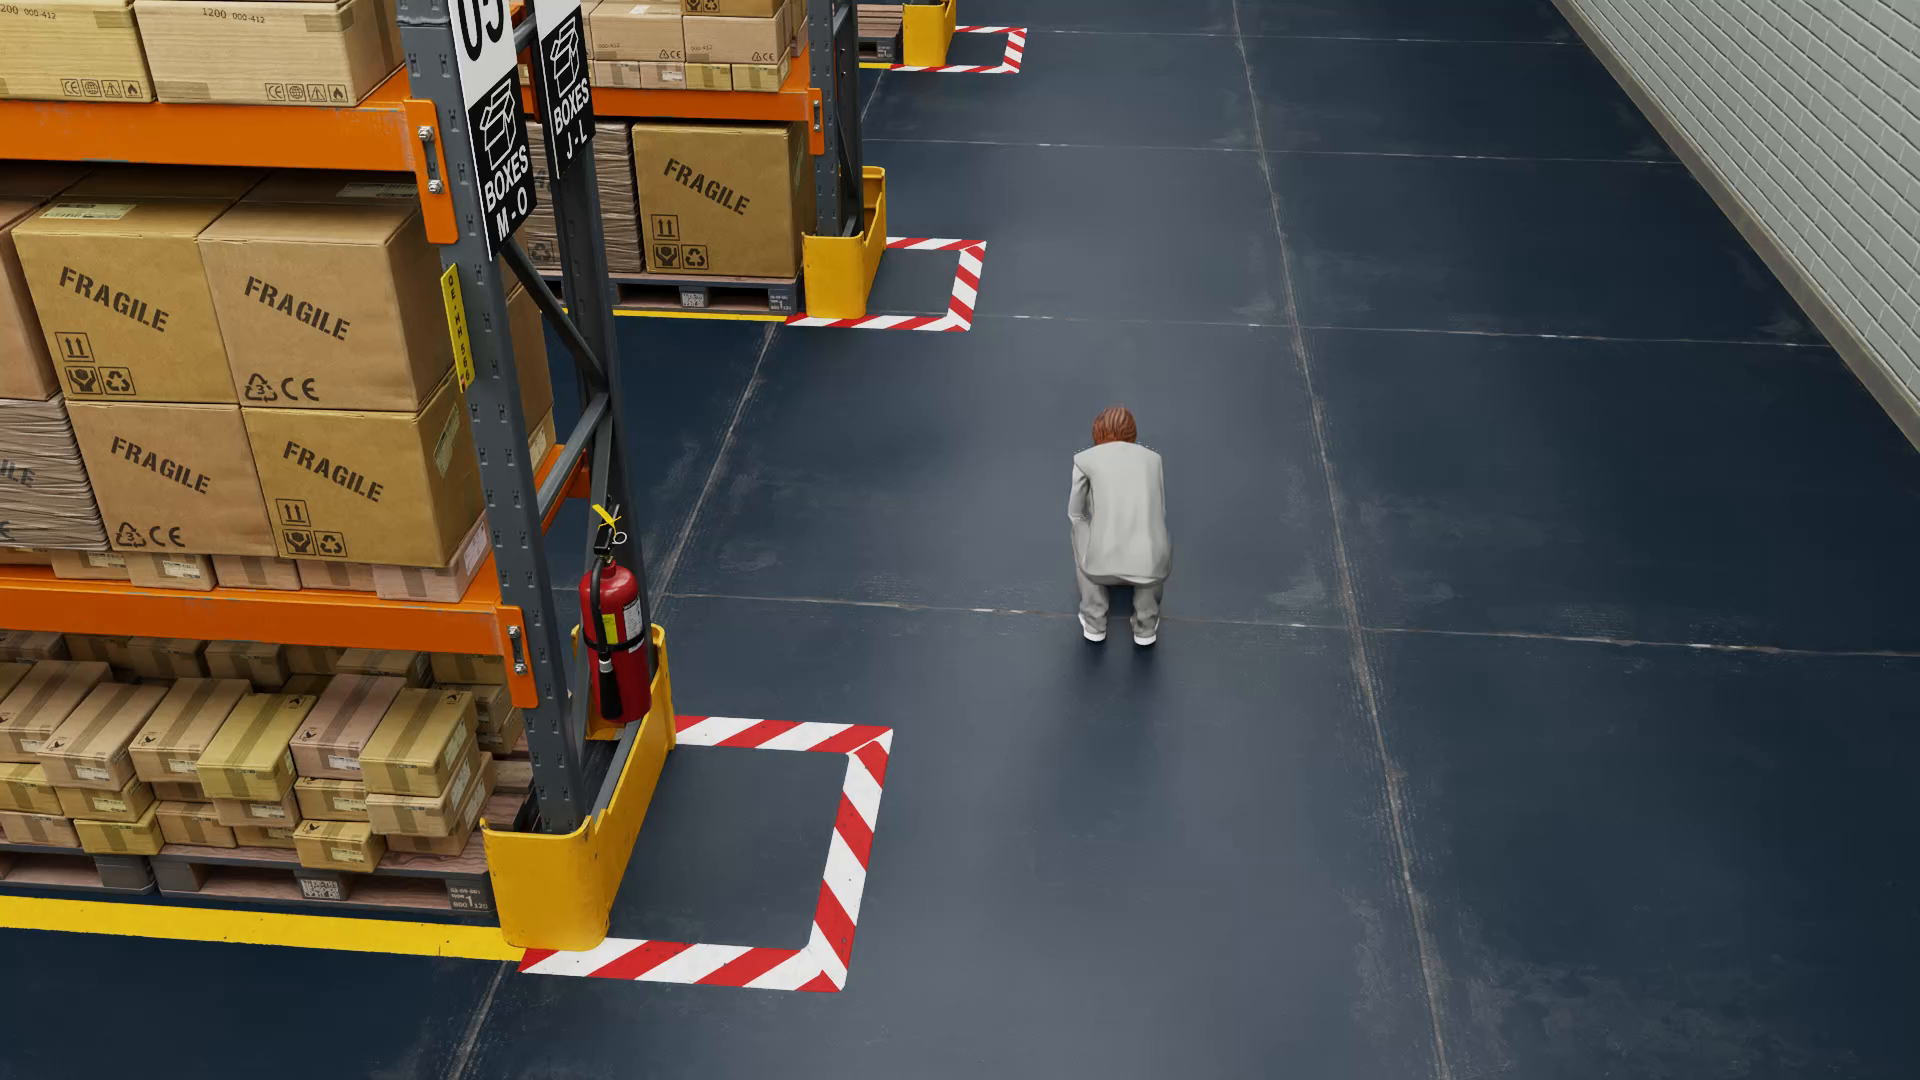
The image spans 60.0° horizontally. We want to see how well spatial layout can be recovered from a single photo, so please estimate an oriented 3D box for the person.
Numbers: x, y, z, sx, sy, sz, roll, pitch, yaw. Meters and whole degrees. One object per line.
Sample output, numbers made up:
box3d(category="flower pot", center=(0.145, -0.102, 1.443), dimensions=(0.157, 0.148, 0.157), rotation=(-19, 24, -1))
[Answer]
box3d(category="person", center=(0.668, -0.032, 6.917), dimensions=(0.440, 0.829, 0.804), rotation=(2, 32, 4))
